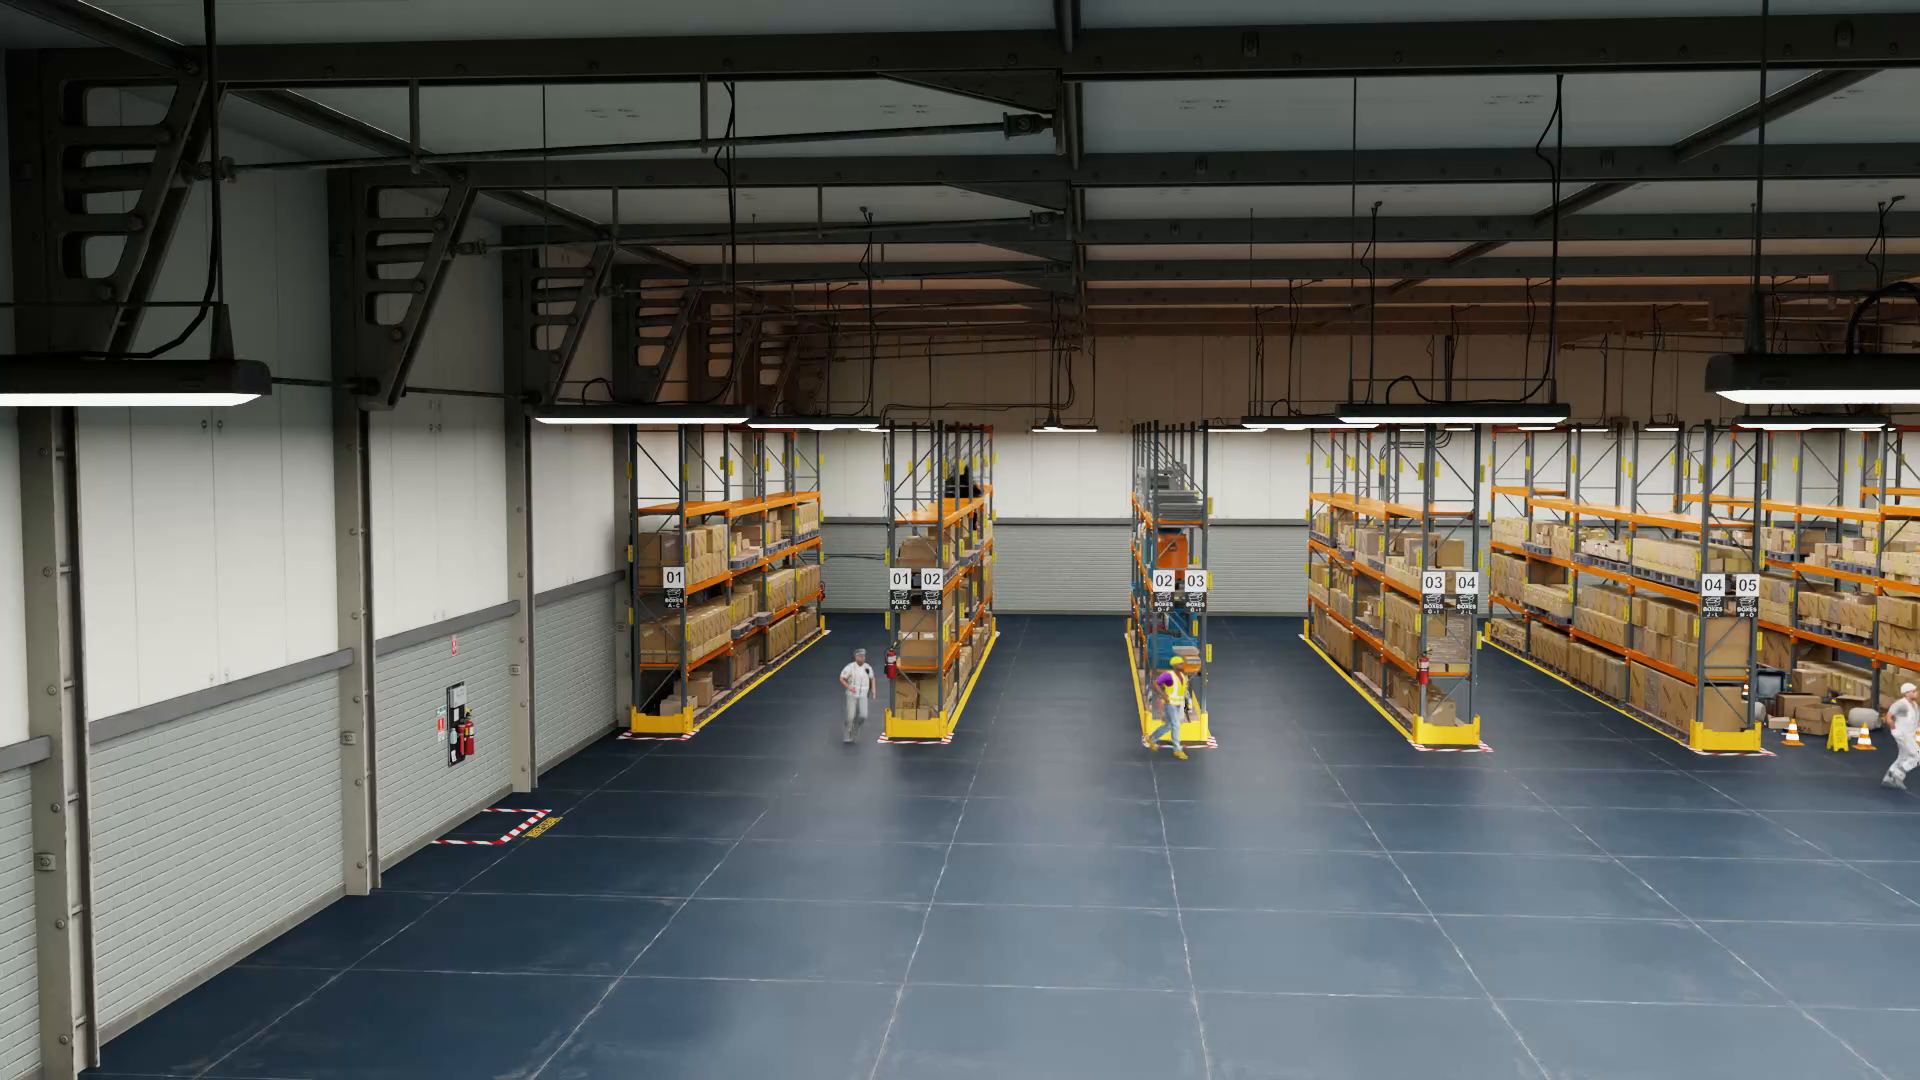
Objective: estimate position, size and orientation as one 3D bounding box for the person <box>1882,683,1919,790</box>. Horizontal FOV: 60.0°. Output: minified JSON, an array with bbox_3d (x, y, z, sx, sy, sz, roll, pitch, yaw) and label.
[{"bbox_3d":[15.226,3.153,26.720,0.610,1.726,0.718,-3,5,-43],"label":"person"}]

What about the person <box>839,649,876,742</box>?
[{"bbox_3d":[-1.881,2.898,30.986,0.736,1.752,0.571,-1,4,-21],"label":"person"}]

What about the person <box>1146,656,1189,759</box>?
[{"bbox_3d":[3.809,2.962,29.786,0.921,1.768,0.721,3,5,38],"label":"person"}]
